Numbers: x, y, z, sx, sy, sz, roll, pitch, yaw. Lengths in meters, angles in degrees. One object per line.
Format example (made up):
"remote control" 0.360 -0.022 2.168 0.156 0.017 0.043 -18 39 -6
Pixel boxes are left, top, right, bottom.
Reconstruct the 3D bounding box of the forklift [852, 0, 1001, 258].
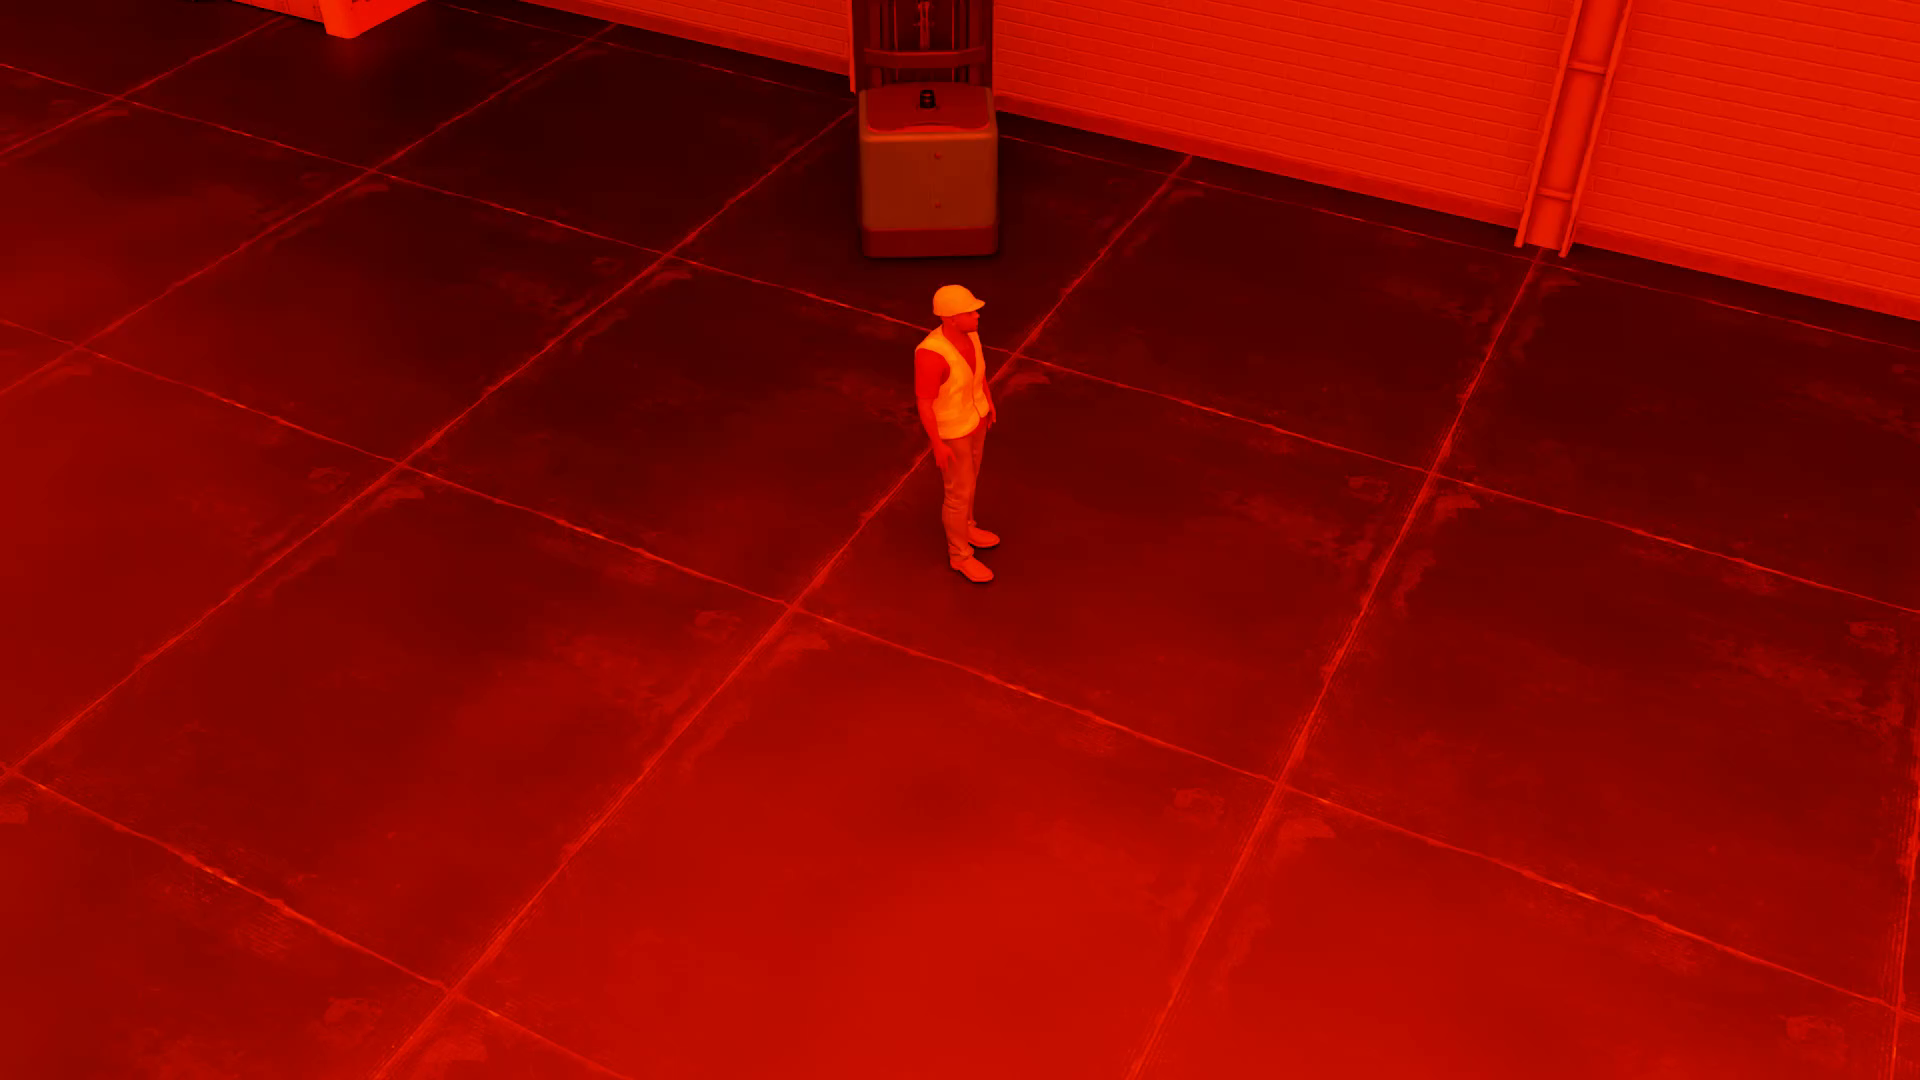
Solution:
"forklift" -0.299 -4.210 12.985 1.130 2.935 3.031 -2 40 -2

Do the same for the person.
"person" 0.060 -0.657 9.659 0.575 1.768 0.665 18 43 21
